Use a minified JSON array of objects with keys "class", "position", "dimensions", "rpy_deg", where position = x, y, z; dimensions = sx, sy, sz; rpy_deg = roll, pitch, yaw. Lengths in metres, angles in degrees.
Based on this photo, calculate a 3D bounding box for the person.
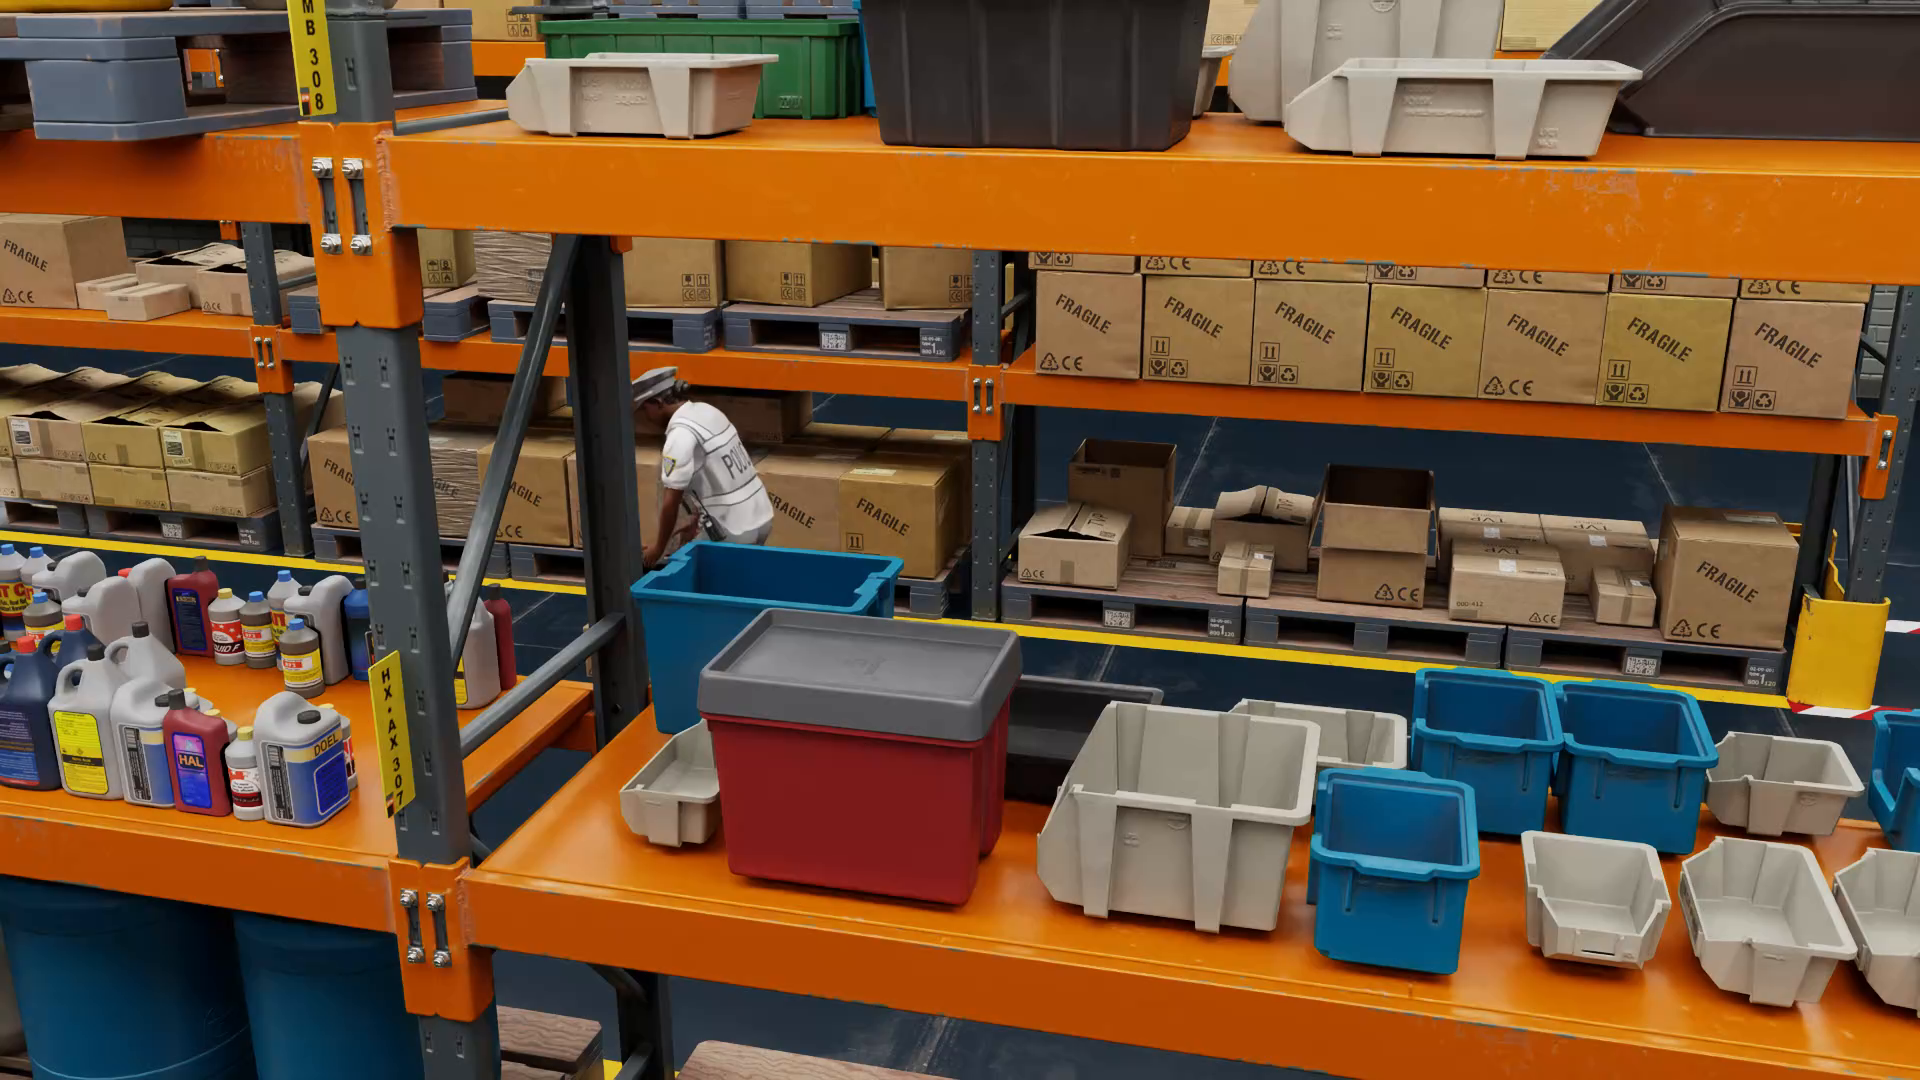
[{"class":"person","position":[-1.169,-0.042,7.484],"dimensions":[0.628,1.487,0.490],"rpy_deg":[5,19,14]}]
